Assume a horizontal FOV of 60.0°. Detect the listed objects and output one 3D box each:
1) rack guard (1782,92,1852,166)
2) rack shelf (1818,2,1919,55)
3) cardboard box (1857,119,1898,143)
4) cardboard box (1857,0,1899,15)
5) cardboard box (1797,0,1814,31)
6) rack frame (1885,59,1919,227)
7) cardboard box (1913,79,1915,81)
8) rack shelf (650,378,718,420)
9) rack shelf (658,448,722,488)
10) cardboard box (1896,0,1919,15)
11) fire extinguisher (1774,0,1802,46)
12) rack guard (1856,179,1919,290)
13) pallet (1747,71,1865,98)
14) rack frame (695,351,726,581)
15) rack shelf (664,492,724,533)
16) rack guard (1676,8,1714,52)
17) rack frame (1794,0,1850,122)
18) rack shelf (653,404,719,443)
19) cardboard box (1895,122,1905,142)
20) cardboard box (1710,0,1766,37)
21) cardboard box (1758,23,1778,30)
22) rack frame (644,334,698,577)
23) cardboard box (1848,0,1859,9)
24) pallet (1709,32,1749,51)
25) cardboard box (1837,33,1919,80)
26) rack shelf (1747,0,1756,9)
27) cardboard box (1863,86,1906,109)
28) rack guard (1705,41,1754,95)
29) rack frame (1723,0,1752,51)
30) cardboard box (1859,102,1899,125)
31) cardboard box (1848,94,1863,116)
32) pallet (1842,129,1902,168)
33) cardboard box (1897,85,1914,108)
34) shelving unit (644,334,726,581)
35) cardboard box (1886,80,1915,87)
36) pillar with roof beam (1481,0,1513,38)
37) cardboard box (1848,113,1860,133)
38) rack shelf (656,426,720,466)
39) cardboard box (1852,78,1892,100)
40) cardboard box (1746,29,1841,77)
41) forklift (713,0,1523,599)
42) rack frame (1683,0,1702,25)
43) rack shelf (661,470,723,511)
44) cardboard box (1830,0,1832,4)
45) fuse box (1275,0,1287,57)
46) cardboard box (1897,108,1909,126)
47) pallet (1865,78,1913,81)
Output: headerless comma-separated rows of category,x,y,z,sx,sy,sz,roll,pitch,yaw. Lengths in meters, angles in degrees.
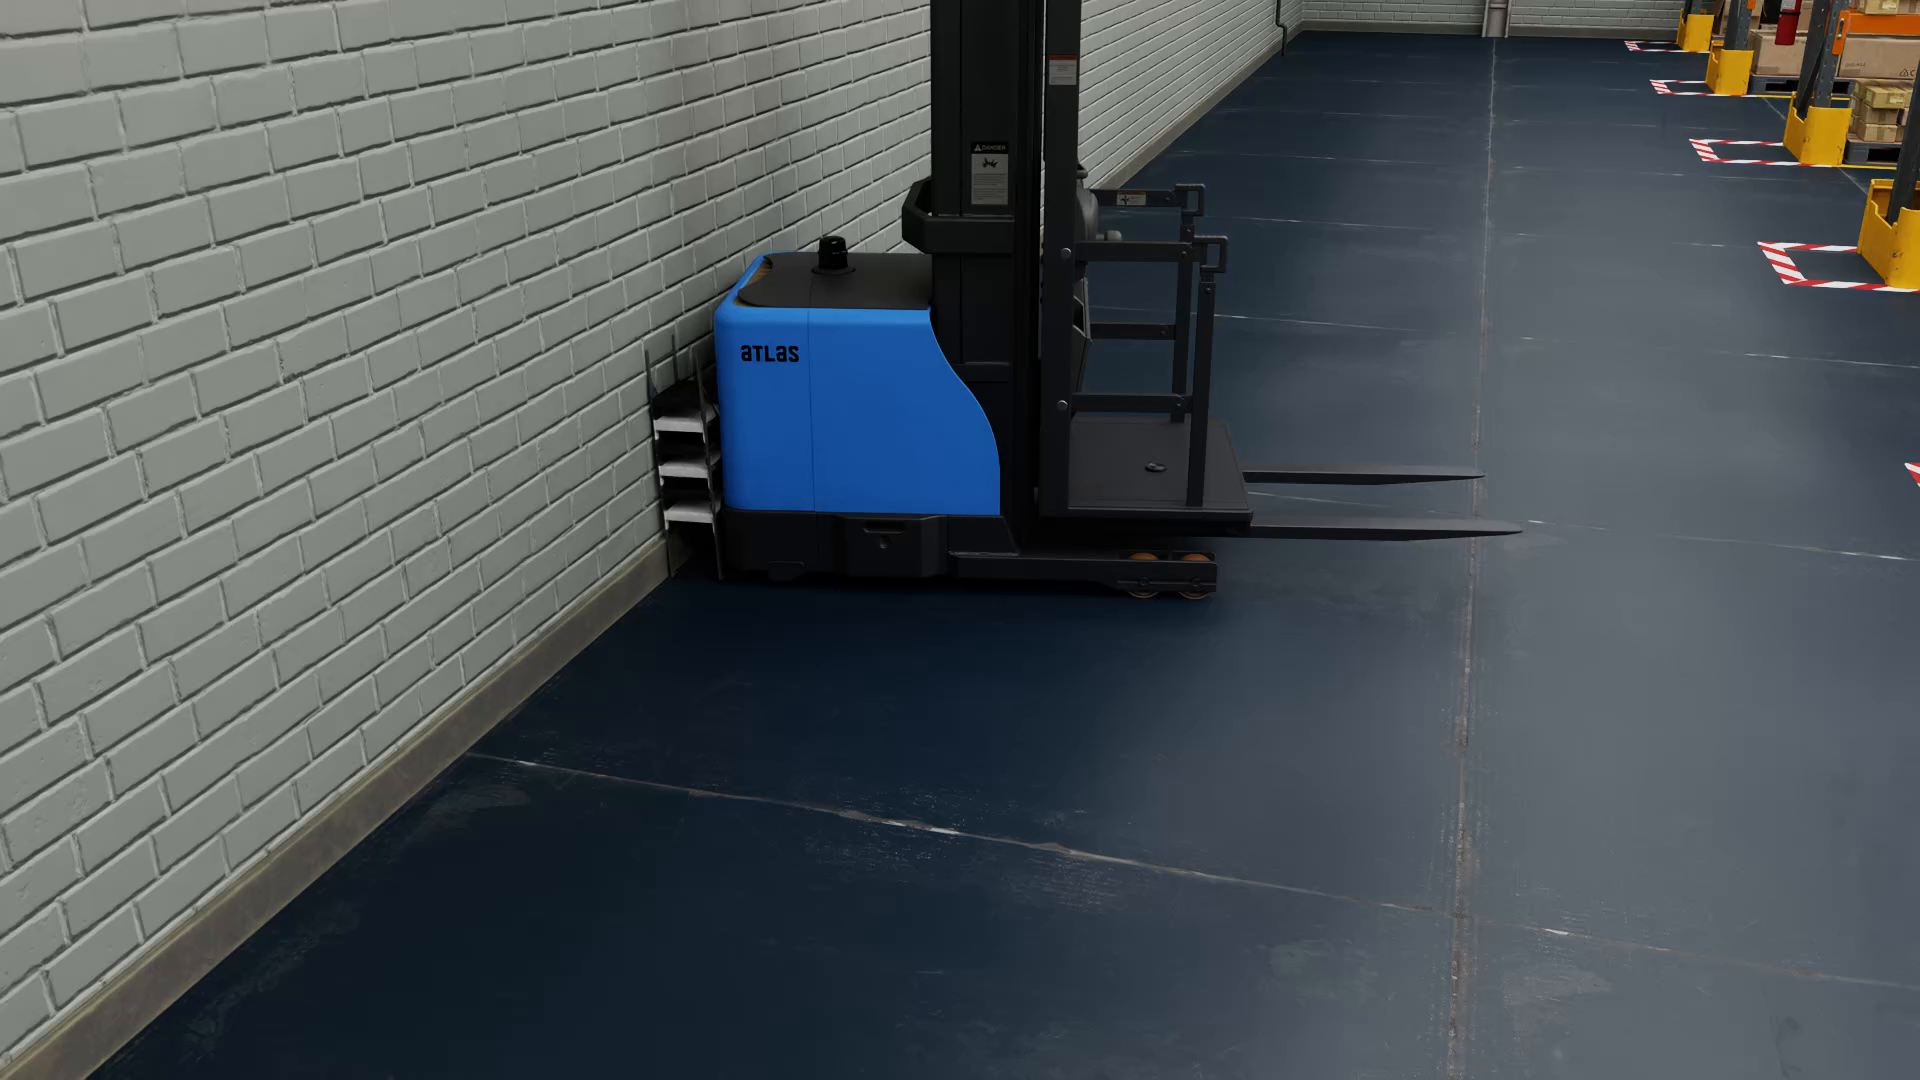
rack guard,7.959,-3.835,15.460,0.348,0.500,1.175,7,23,16
rack shelf,9.801,-4.447,14.608,4.000,0.370,1.077,7,23,16
cardboard box,8.295,-3.701,15.043,0.250,0.149,0.380,7,23,17
cardboard box,8.102,-4.729,14.676,0.250,0.149,0.380,6,23,15
cardboard box,12.015,-7.441,23.699,0.500,0.500,0.700,8,23,18
rack frame,6.357,-3.208,10.639,0.127,3.000,1.000,7,23,16
cardboard box,8.975,-4.153,15.362,0.250,0.149,0.380,6,23,14
rack shelf,-1.013,-0.531,6.242,0.200,0.077,0.258,4,23,16
rack shelf,-1.002,-0.281,6.343,0.200,0.077,0.258,4,23,16
cardboard box,8.357,-4.716,14.645,0.250,0.149,0.380,7,23,17
fire extinguisher,7.778,-4.986,15.567,0.183,0.674,0.296,7,23,16
rack guard,6.334,-2.055,11.120,0.348,0.500,1.175,7,23,16
pallet,10.007,-5.460,19.802,1.213,0.211,1.003,7,23,16
rack frame,-0.906,-0.305,6.303,0.006,0.900,0.240,4,23,16
rack shelf,-0.994,-0.114,6.410,0.200,0.077,0.258,4,23,16
rack guard,10.722,-7.448,24.269,0.348,0.500,1.175,7,23,16
rack frame,7.886,-4.999,15.006,0.127,3.000,1.000,7,23,16
rack shelf,-1.010,-0.448,6.276,0.200,0.077,0.258,4,23,16
cardboard box,8.570,-3.702,15.046,0.250,0.149,0.380,6,23,15
cardboard box,11.208,-7.551,23.961,0.637,0.503,0.797,6,23,13
cardboard box,11.603,-7.326,23.881,0.250,0.149,0.380,6,23,13
rack frame,-1.101,-0.318,6.358,0.006,0.900,0.240,4,23,16
cardboard box,8.280,-4.950,15.217,0.250,0.149,0.380,7,23,16
pallet,11.486,-7.227,24.111,1.213,0.211,1.003,7,23,16
cardboard box,10.759,-5.685,19.499,0.875,0.438,0.875,7,23,17
rack shelf,11.134,-6.257,19.019,4.000,0.370,1.077,7,23,16
cardboard box,8.290,-3.969,14.913,0.250,0.149,0.380,5,23,13
rack guard,9.196,-5.655,19.898,0.348,0.500,1.175,7,23,16
rack frame,9.219,-6.809,19.417,0.127,3.000,1.000,7,23,16
cardboard box,8.314,-3.862,15.043,0.250,0.149,0.380,8,23,18
cardboard box,8.474,-4.058,15.522,0.250,0.149,0.380,6,23,14
pallet,8.727,-3.599,15.266,1.213,0.211,1.003,7,23,16
cardboard box,8.588,-3.983,14.946,0.250,0.149,0.380,7,23,16
shelving unit,-1.003,-0.312,6.330,0.210,0.900,0.258,4,23,16
cardboard box,8.690,-4.136,15.319,0.250,0.149,0.380,7,23,17
pillar with roof beam,7.085,-10.447,20.382,0.400,9.000,9.100,7,23,16
cardboard box,8.450,-3.893,15.511,0.250,0.149,0.380,7,23,16
rack shelf,-1.006,-0.364,6.309,0.200,0.077,0.258,4,23,16
cardboard box,8.466,-4.184,15.437,0.250,0.149,0.380,7,23,16
cardboard box,9.880,-5.782,19.736,0.875,0.438,0.875,6,23,14
forklift,0.628,-1.342,6.180,3.031,2.935,1.130,1,22,3
rack frame,10.650,-8.613,23.815,0.127,3.000,1.000,7,23,16
rack shelf,-0.998,-0.197,6.376,0.200,0.077,0.258,4,23,16
cardboard box,12.492,-7.347,23.469,0.500,0.500,0.500,7,23,17
fuse box,4.561,-7.570,22.970,0.414,1.711,0.539,7,23,16
cardboard box,8.560,-3.811,14.920,0.250,0.149,0.380,6,23,15
pallet,11.172,-5.325,19.474,1.213,0.211,1.003,7,23,16
